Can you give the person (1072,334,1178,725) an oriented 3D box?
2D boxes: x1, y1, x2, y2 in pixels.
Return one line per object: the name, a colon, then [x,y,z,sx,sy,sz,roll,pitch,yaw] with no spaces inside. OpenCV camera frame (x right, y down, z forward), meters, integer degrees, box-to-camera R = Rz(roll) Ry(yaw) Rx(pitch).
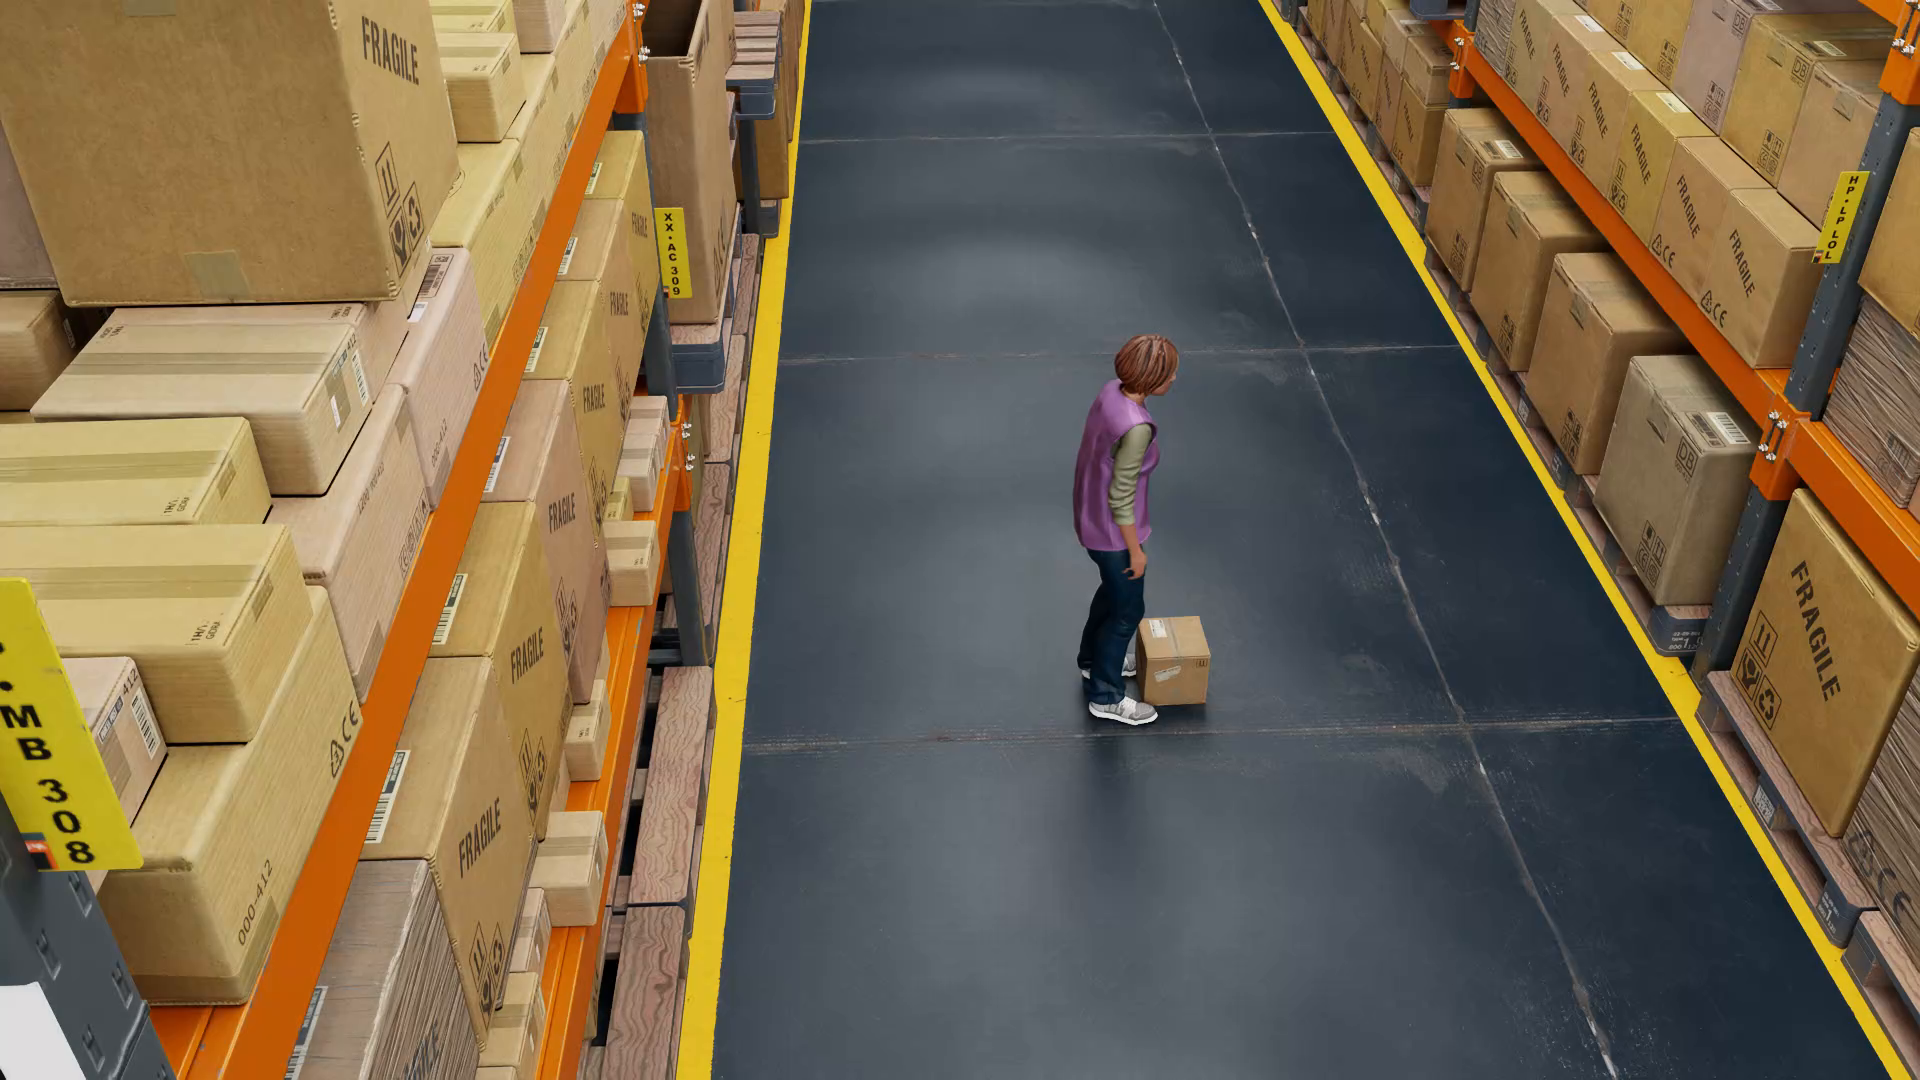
person: [0.597,-0.047,6.221,0.344,1.593,0.462,-3,36,-4]
